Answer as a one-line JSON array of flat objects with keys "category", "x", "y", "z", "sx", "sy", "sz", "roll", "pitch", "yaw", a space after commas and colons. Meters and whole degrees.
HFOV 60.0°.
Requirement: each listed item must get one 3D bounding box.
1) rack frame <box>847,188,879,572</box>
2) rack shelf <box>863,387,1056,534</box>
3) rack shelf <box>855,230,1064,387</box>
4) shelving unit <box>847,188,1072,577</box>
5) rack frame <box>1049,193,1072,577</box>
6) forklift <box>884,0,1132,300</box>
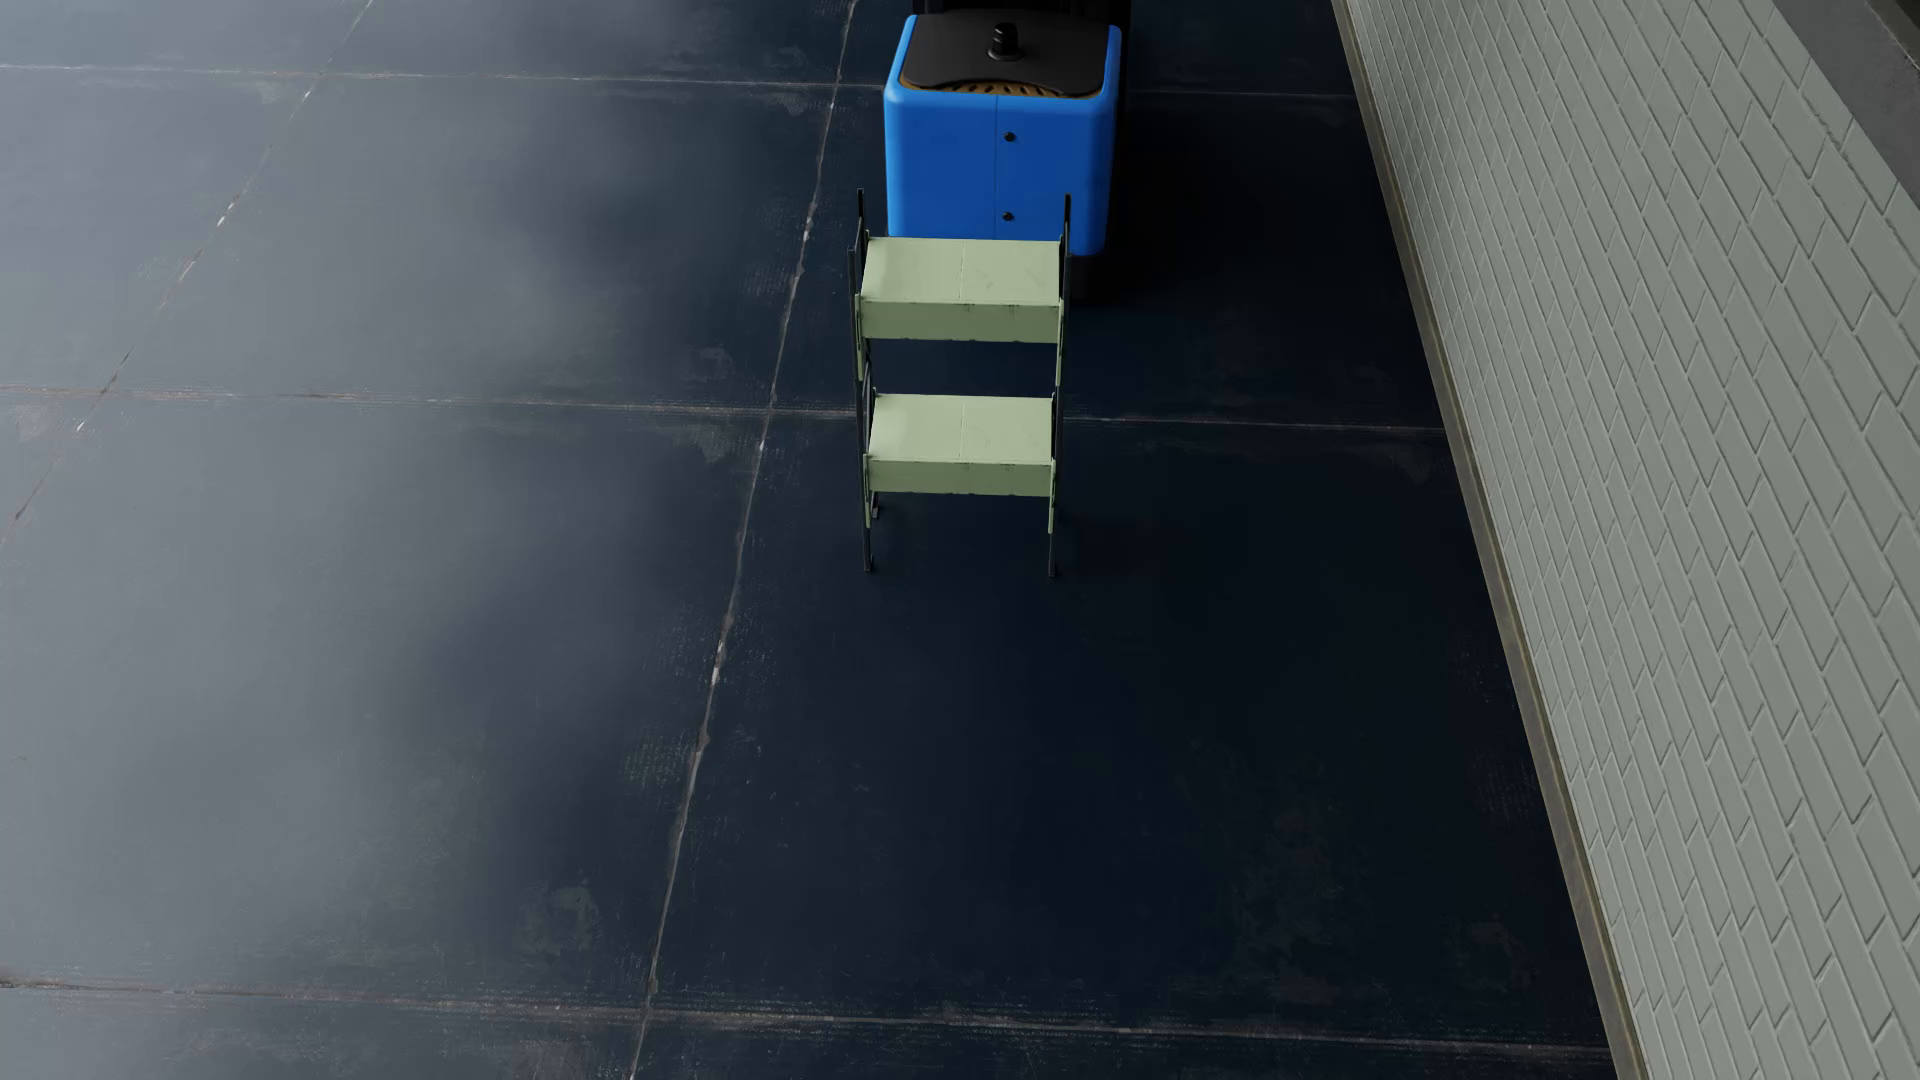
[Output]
[{"category": "rack frame", "x": -0.359, "y": -0.560, "z": 6.251, "sx": 0.023, "sy": 1.500, "sz": 0.400, "roll": 2, "pitch": 43, "yaw": 2}, {"category": "rack shelf", "x": 0.007, "y": -0.310, "z": 6.461, "sx": 0.720, "sy": 0.370, "sz": 0.431, "roll": 2, "pitch": 43, "yaw": 2}, {"category": "rack shelf", "x": 0.007, "y": -0.834, "z": 5.973, "sx": 0.720, "sy": 0.370, "sz": 0.431, "roll": 2, "pitch": 43, "yaw": 2}, {"category": "shelving unit", "x": 0.007, "y": -0.549, "z": 6.239, "sx": 0.755, "sy": 1.500, "sz": 0.431, "roll": 2, "pitch": 43, "yaw": 2}, {"category": "rack frame", "x": 0.372, "y": -0.537, "z": 6.227, "sx": 0.023, "sy": 1.500, "sz": 0.400, "roll": 2, "pitch": 43, "yaw": 2}, {"category": "forklift", "x": 0.333, "y": -3.211, "z": 8.047, "sx": 1.130, "sy": 2.935, "sz": 3.031, "roll": 5, "pitch": 43, "yaw": 5}]
